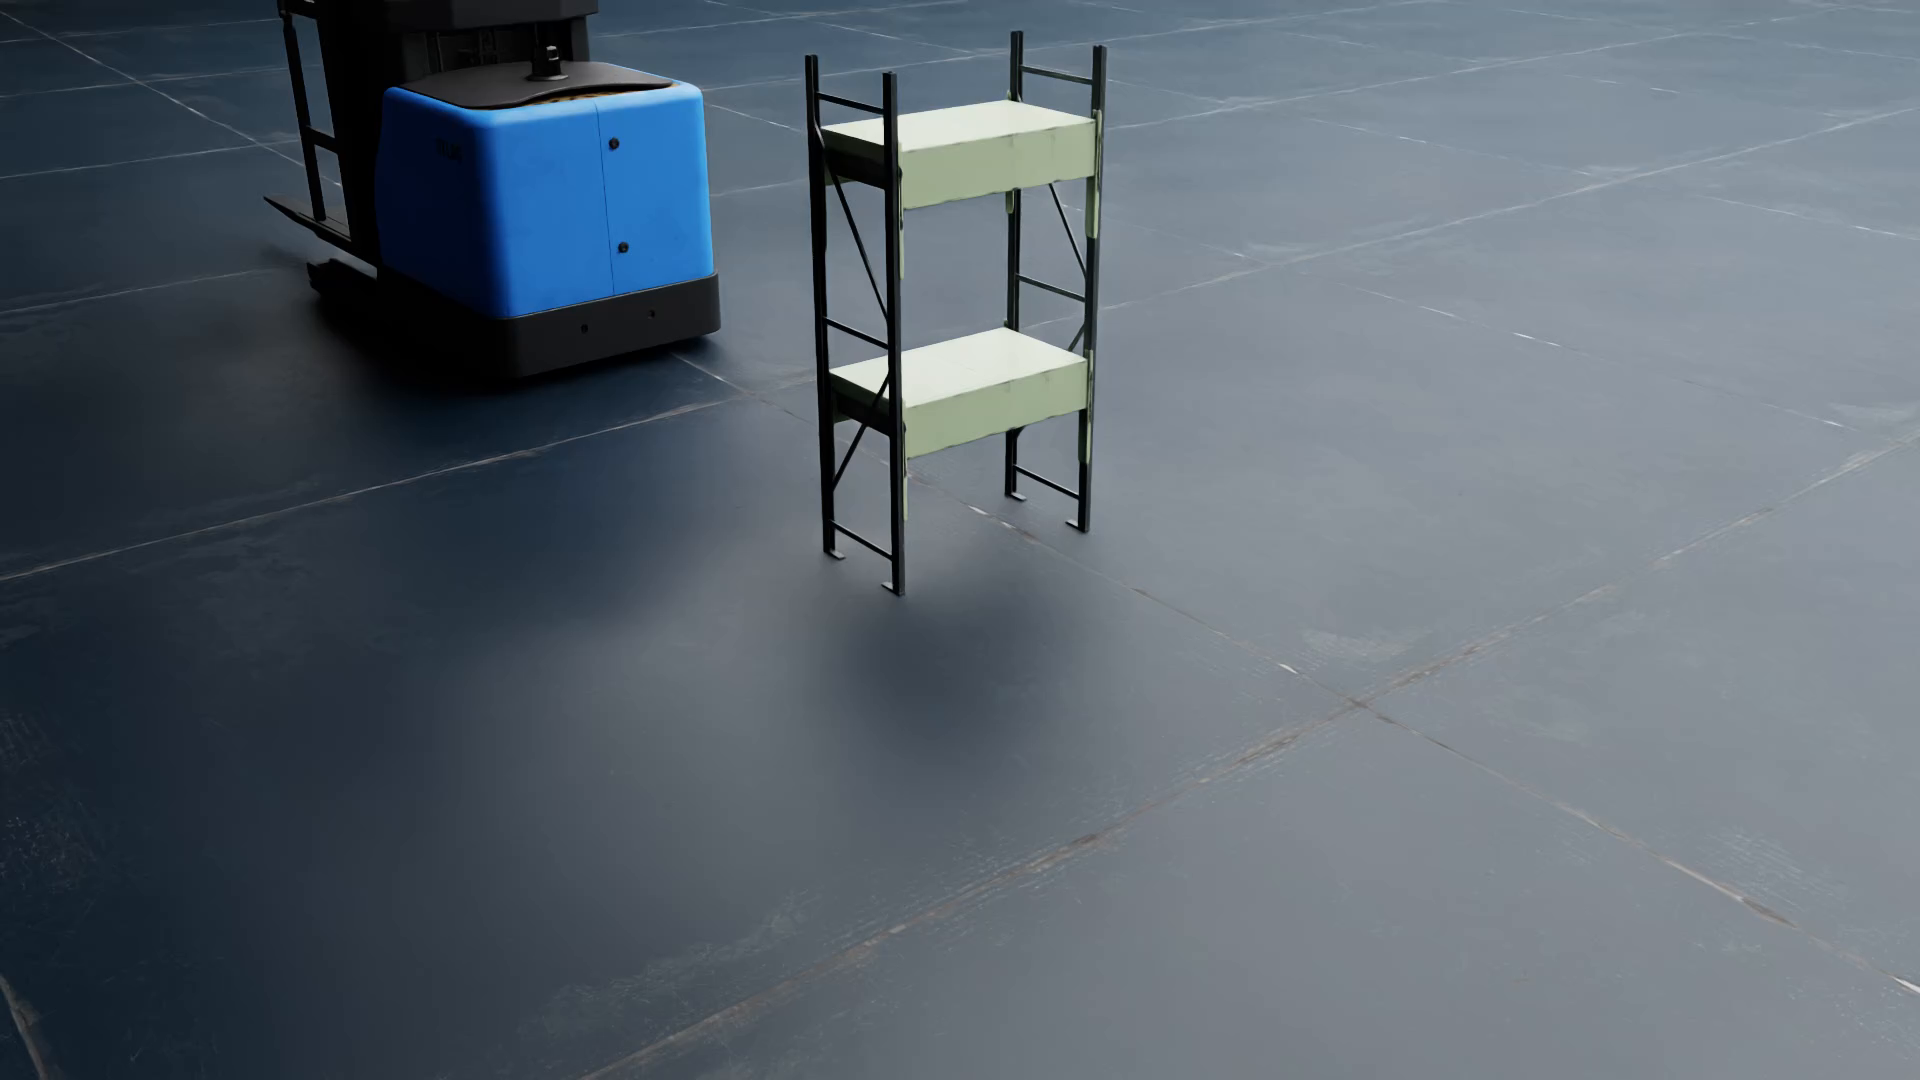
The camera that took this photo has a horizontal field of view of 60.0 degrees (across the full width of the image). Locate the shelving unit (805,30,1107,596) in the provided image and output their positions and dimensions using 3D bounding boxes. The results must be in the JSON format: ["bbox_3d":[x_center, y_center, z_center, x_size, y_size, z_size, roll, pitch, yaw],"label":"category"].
[{"bbox_3d":[-0.005,-0.679,4.931,0.755,1.500,0.431,-18,31,-34],"label":"shelving unit"}]

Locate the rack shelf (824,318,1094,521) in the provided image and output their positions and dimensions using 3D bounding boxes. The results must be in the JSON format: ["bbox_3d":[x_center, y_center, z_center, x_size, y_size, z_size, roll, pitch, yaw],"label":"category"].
[{"bbox_3d":[-0.005,-0.383,5.068,0.720,0.370,0.431,-18,31,-34],"label":"rack shelf"}]

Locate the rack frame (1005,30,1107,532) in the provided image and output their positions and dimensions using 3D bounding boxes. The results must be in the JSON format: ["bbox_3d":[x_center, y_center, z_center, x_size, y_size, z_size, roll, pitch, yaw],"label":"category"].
[{"bbox_3d":[0.283,-0.774,5.135,0.023,1.500,0.400,-18,31,-34],"label":"rack frame"}]

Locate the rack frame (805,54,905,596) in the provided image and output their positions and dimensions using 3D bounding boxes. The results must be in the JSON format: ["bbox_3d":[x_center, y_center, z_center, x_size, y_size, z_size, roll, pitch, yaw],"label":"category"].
[{"bbox_3d":[-0.293,-0.583,4.726,0.023,1.500,0.400,-18,31,-34],"label":"rack frame"}]

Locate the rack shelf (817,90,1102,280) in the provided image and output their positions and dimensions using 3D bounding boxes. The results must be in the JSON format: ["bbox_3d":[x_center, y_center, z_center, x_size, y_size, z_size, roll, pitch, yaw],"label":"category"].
[{"bbox_3d":[-0.005,-1.033,4.766,0.720,0.370,0.431,-18,31,-34],"label":"rack shelf"}]

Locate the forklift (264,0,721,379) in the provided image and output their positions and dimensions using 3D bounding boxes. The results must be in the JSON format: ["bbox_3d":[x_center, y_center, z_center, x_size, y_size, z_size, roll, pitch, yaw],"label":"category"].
[{"bbox_3d":[-2.340,-2.498,7.151,1.130,2.935,3.031,-20,31,-36],"label":"forklift"}]
